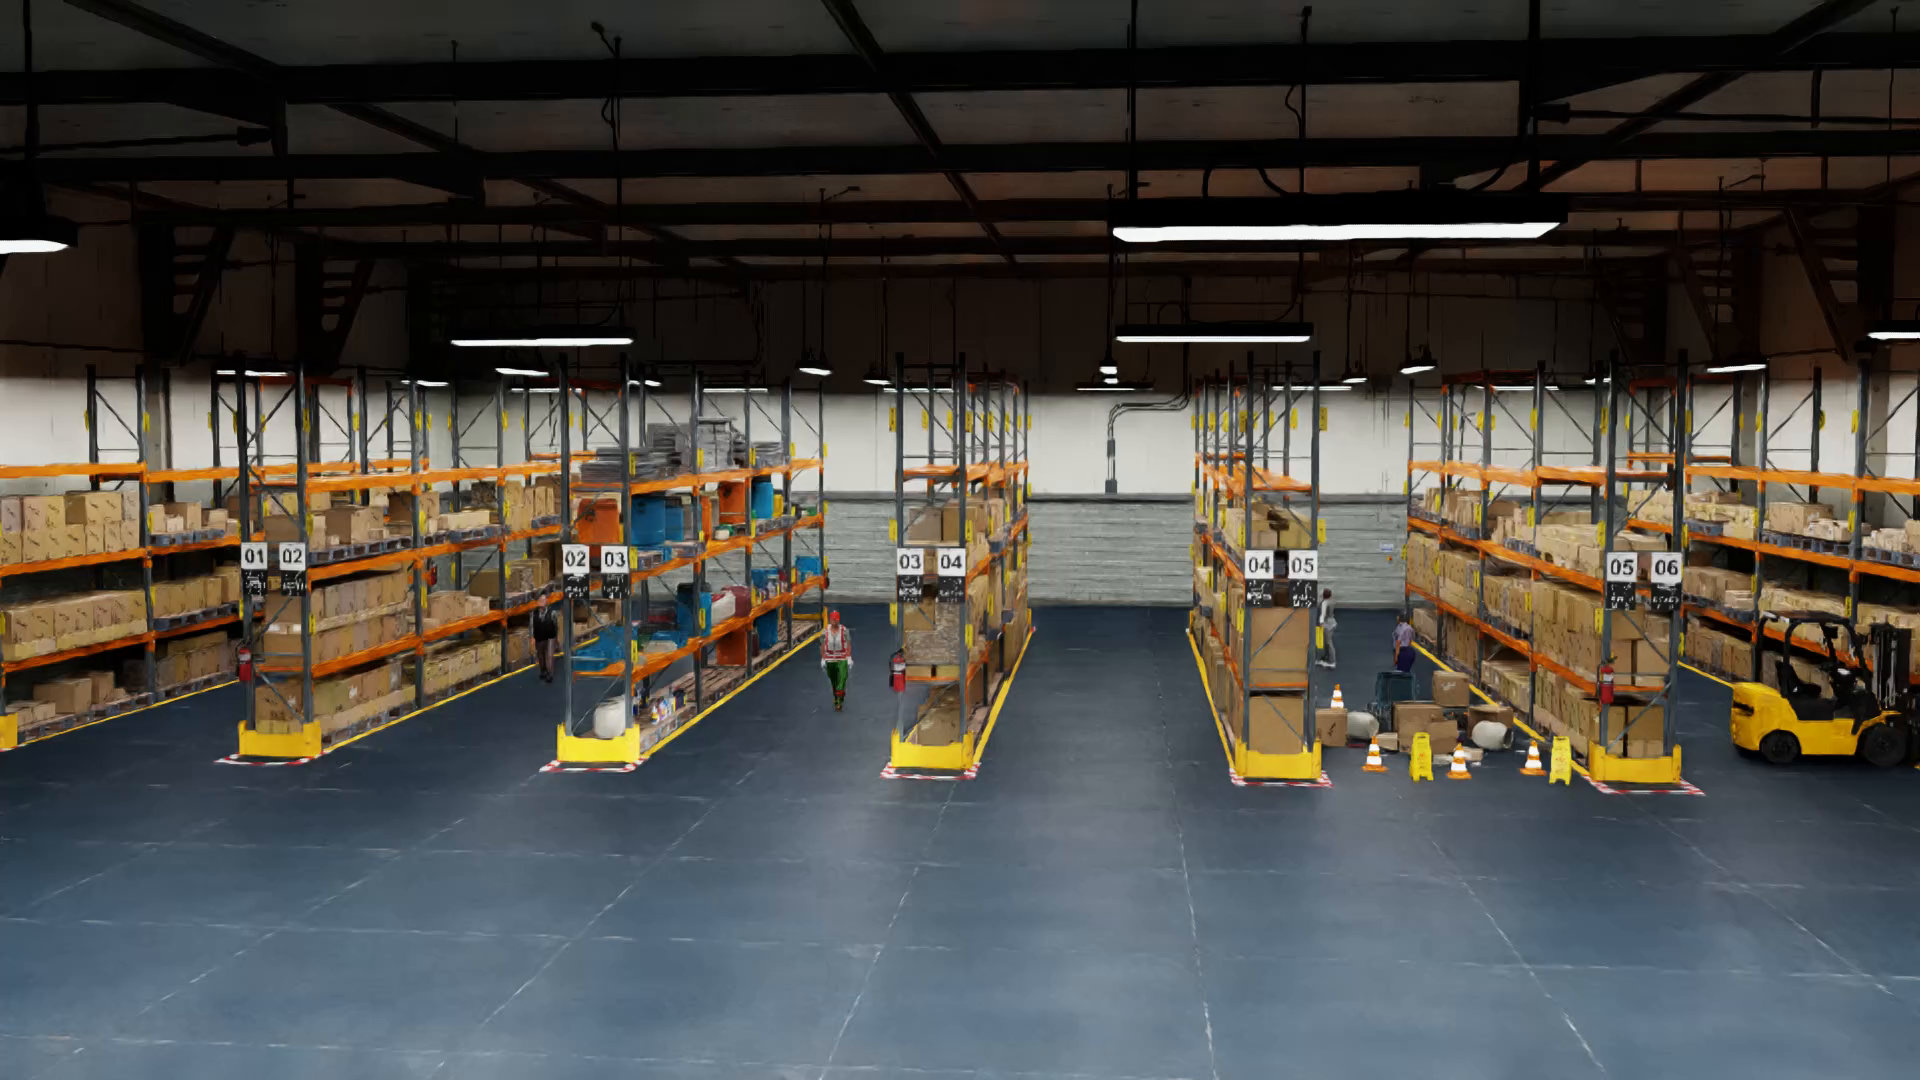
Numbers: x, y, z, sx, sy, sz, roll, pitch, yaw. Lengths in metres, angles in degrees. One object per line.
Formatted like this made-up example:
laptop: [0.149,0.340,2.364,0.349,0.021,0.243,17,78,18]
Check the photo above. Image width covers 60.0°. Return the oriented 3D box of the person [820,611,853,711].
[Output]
person: [-2.172,2.075,28.978,0.553,1.709,1.123,1,4,7]

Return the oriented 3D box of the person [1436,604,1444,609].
person: [12.360,1.171,42.649,0.526,1.579,0.753,-2,5,-26]

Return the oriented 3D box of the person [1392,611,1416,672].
person: [7.834,2.072,29.523,0.556,1.644,0.597,3,5,34]

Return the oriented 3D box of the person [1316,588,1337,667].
person: [7.496,1.775,34.030,0.523,1.592,0.522,3,5,36]

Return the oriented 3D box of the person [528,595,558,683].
person: [-8.016,1.891,31.993,0.538,1.661,1.029,0,4,-3]
